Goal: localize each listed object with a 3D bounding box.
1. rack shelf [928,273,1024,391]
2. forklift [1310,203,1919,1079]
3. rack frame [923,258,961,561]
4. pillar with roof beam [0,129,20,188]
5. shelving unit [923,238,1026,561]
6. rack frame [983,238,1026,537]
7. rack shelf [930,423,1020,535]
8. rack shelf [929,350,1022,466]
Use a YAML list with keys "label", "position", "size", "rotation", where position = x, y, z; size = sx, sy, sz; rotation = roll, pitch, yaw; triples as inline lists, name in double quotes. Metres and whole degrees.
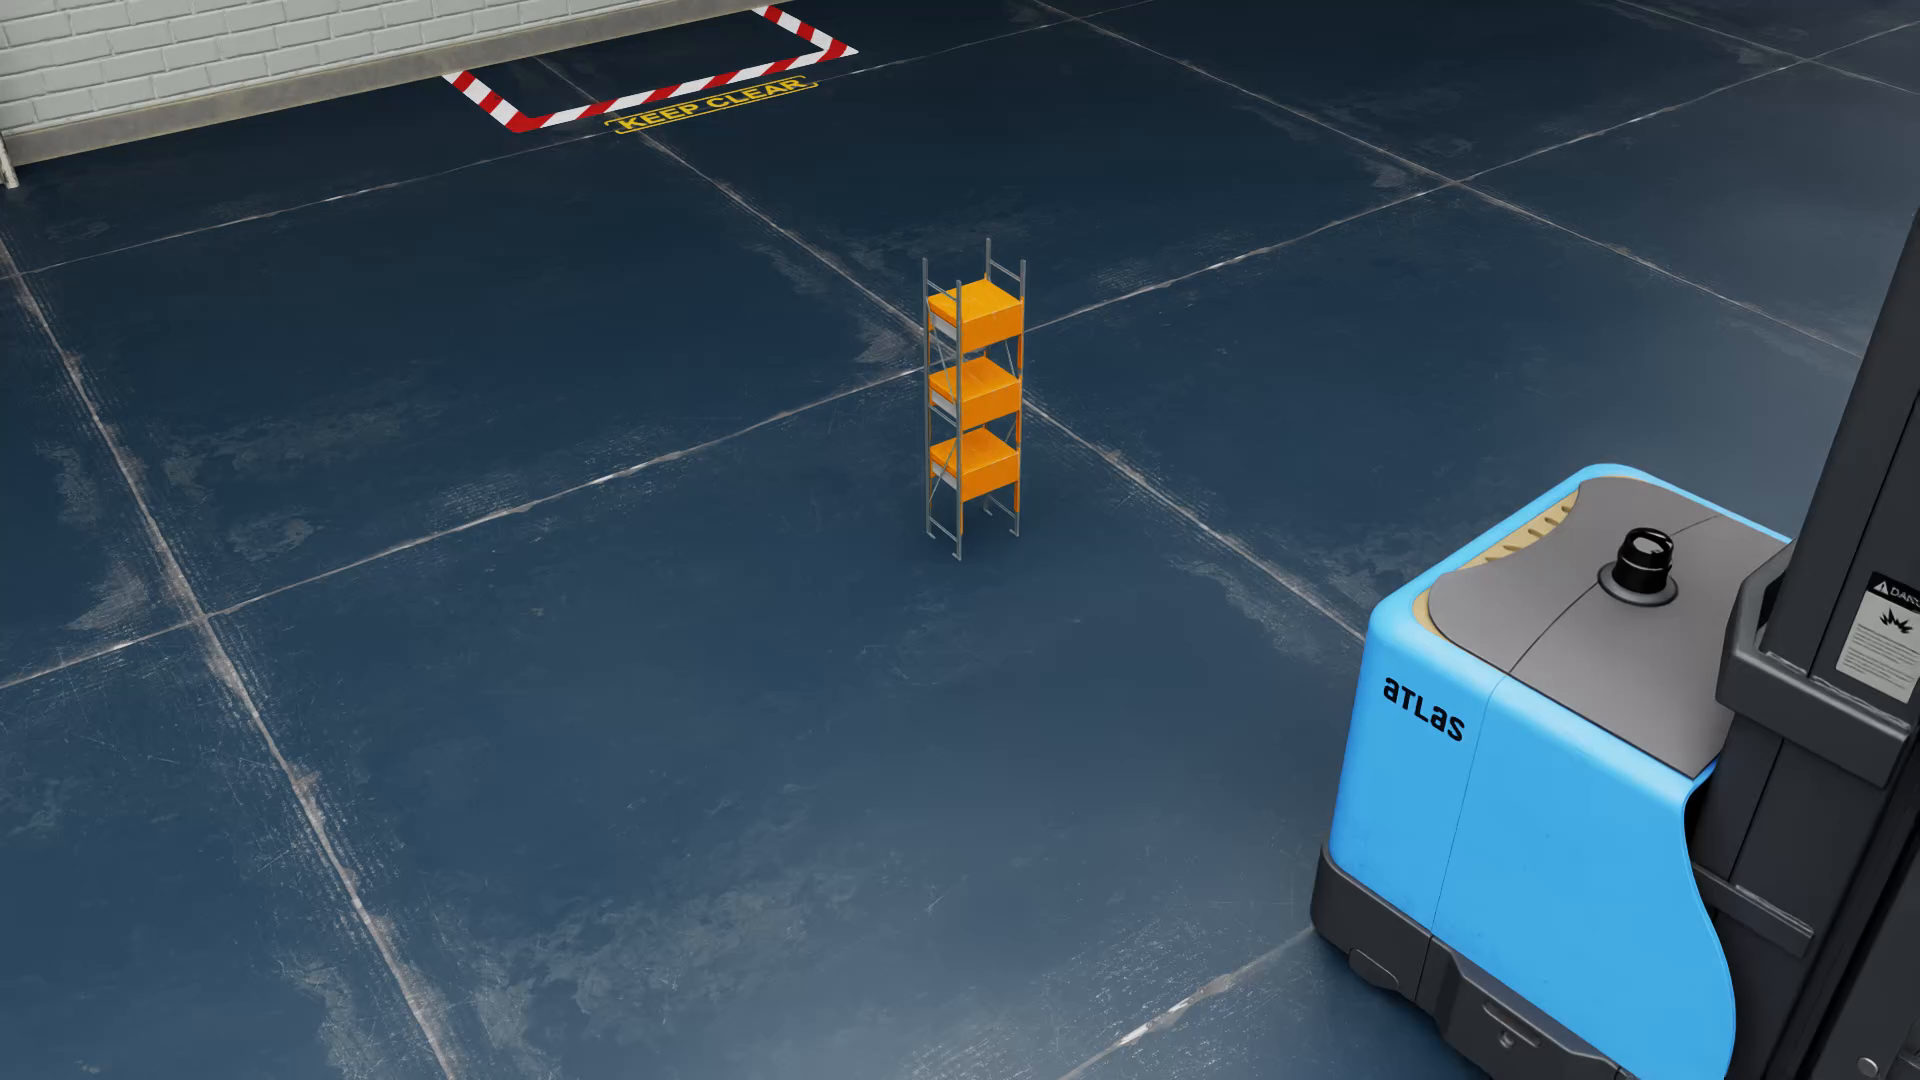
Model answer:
- label: "rack shelf"
  position: [0.044, -0.666, 5.309]
  size: [0.240, 0.259, 0.215]
  rotation: [-22, 41, -28]
- label: "forklift"
  position: [2.250, 0.296, 2.828]
  size: [1.130, 2.935, 3.031]
  rotation: [-27, 44, -32]
- label: "rack frame"
  position: [-0.056, -0.403, 5.411]
  size: [0.008, 1.050, 0.200]
  rotation: [-22, 41, -28]
- label: "pillar with roof beam"
  position: [-2.387, -3.344, 2.692]
  size: [0.400, 9.000, 9.100]
  rotation: [-22, 41, -28]
- label: "shelving unit"
  position: [0.044, -0.444, 5.468]
  size: [0.252, 1.050, 0.215]
  rotation: [-22, 41, -28]
- label: "rack frame"
  position: [0.143, -0.485, 5.526]
  size: [0.008, 1.050, 0.200]
  rotation: [-22, 41, -28]
- label: "rack shelf"
  position: [0.044, -0.210, 5.637]
  size: [0.240, 0.259, 0.215]
  rotation: [-22, 41, -28]
- label: "rack shelf"
  position: [0.044, -0.436, 5.475]
  size: [0.240, 0.259, 0.215]
  rotation: [-22, 41, -28]
